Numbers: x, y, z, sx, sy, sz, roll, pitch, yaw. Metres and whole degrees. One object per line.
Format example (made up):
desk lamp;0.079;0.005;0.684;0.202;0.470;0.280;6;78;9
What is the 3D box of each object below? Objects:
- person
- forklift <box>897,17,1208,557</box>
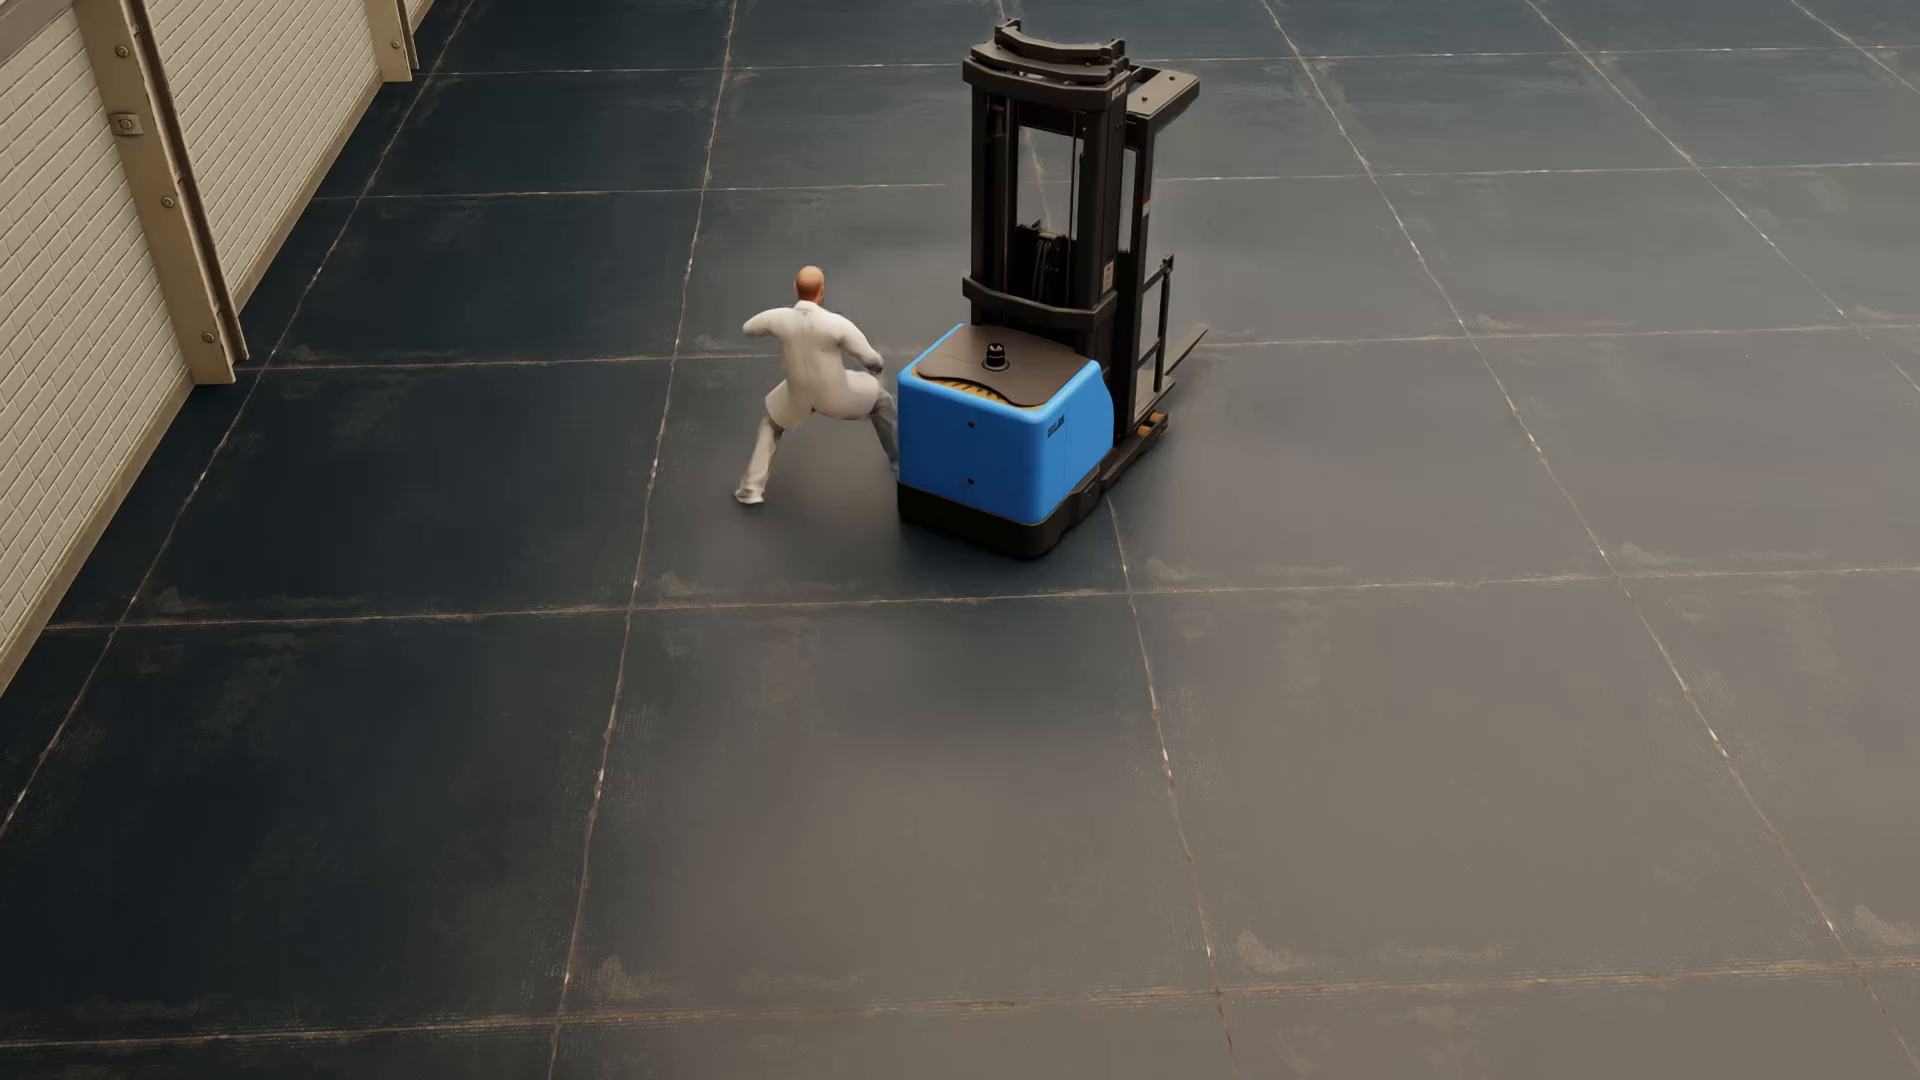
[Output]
person;-0.905;-1.039;10.649;1.061;1.645;1.056;9;37;13
forklift;0.781;-1.923;10.651;1.130;2.935;3.031;19;40;24
